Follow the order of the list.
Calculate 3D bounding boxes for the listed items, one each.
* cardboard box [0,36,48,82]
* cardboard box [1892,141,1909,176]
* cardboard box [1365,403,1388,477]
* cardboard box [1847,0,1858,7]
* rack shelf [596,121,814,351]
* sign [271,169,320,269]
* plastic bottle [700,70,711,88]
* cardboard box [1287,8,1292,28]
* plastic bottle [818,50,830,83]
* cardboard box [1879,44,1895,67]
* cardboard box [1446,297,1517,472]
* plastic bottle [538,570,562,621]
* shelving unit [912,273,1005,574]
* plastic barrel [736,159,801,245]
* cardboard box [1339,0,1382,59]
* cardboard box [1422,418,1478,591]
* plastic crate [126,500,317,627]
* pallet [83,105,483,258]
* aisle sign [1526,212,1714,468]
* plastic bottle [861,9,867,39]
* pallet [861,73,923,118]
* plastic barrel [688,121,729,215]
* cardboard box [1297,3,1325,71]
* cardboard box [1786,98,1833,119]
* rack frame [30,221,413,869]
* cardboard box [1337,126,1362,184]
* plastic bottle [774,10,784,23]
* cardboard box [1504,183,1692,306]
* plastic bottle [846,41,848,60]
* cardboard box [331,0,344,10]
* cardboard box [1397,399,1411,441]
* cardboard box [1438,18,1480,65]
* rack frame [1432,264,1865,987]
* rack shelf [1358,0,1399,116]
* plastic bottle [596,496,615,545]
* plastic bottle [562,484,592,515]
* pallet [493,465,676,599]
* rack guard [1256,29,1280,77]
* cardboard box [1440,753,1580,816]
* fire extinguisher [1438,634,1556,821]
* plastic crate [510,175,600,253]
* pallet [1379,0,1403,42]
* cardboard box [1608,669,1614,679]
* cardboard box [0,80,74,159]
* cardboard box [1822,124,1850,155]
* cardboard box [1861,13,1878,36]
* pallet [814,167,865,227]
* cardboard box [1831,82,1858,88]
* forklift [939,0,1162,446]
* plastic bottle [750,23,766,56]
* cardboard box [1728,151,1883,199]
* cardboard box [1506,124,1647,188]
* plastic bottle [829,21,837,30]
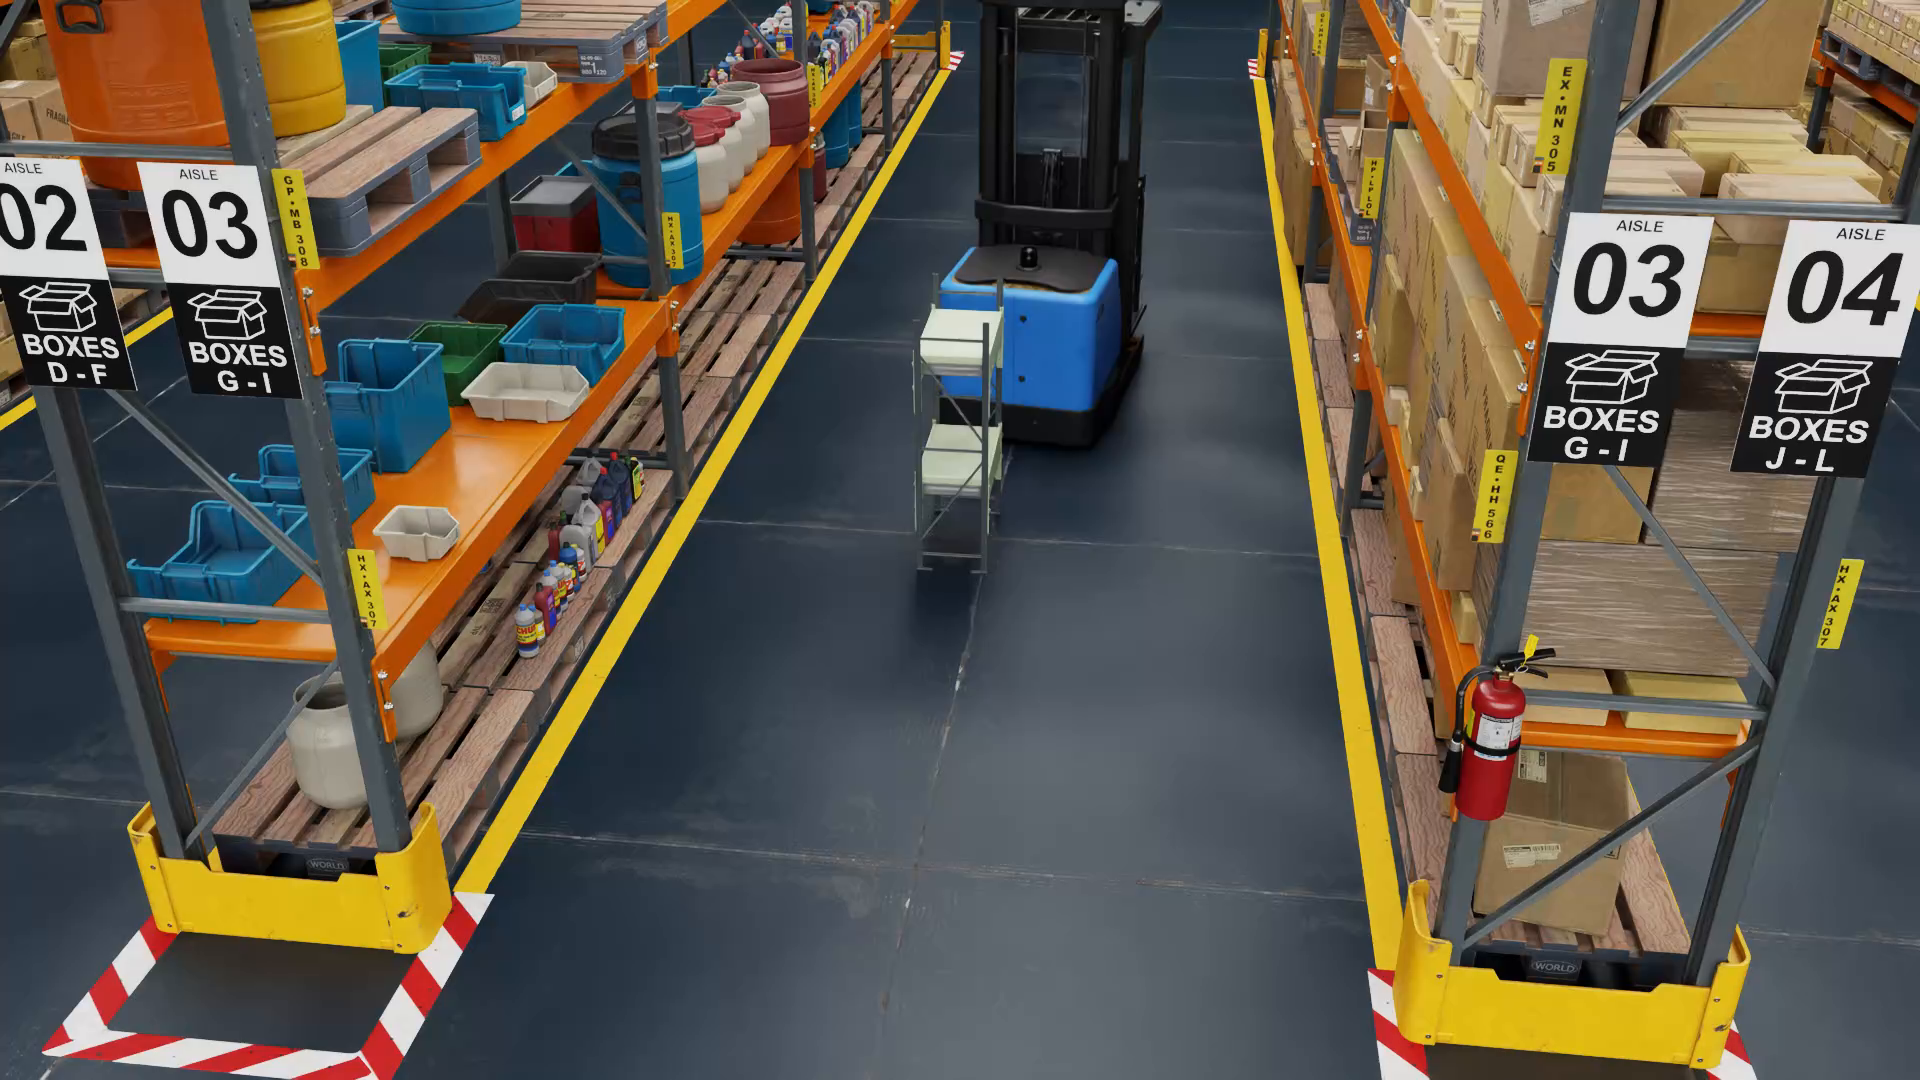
[{"bbox_3d":[-10.837,-5.389,18.782,0.700,0.500,0.500,4,29,7],"label":"cardboard box"},{"bbox_3d":[8.090,-3.104,13.752,0.500,0.250,0.500,4,29,7],"label":"cardboard box"},{"bbox_3d":[2.834,-0.710,10.077,0.700,0.500,0.500,1,28,2],"label":"cardboard box"},{"bbox_3d":[8.095,-4.805,14.700,0.380,0.149,0.250,4,29,8],"label":"cardboard box"},{"bbox_3d":[-1.933,-2.241,11.506,1.077,0.370,4.000,3,28,6],"label":"rack shelf"},{"bbox_3d":[-2.123,-1.024,5.317,0.100,0.325,0.005,3,28,6],"label":"sign"},{"bbox_3d":[-2.062,-3.663,13.510,0.061,0.283,0.133,3,28,6],"label":"plastic bottle"},{"bbox_3d":[3.430,-5.147,16.405,0.380,0.149,0.250,4,29,6],"label":"cardboard box"},{"bbox_3d":[-1.172,-4.070,14.278,0.097,0.271,0.097,0,28,0],"label":"plastic bottle"},{"bbox_3d":[7.968,-4.059,13.944,0.380,0.149,0.250,3,28,5],"label":"cardboard box"},{"bbox_3d":[2.125,-0.570,6.172,0.500,0.500,0.500,3,28,6],"label":"cardboard box"},{"bbox_3d":[-2.095,0.277,8.486,0.097,0.271,0.097,0,28,0],"label":"plastic bottle"},{"bbox_3d":[-0.001,-0.657,9.388,0.431,1.500,0.755,3,28,6],"label":"shelving unit"},{"bbox_3d":[-1.645,-2.960,13.928,0.600,0.830,0.708,3,28,6],"label":"plastic barrel"},{"bbox_3d":[3.333,-4.041,12.924,0.797,0.503,0.637,4,29,8],"label":"cardboard box"},{"bbox_3d":[2.284,-0.121,6.392,0.875,0.500,0.500,3,28,6],"label":"cardboard box"},{"bbox_3d":[-2.904,0.079,6.598,0.499,0.251,0.616,3,28,6],"label":"plastic crate"},{"bbox_3d":[-2.470,-1.355,6.139,1.003,0.211,1.213,3,28,6],"label":"pallet"},{"bbox_3d":[1.942,-0.579,4.921,0.394,0.787,0.004,3,28,6],"label":"aisle sign"},{"bbox_3d":[-0.970,-4.951,15.909,0.152,0.276,0.135,3,28,6],"label":"plastic bottle"},{"bbox_3d":[-1.000,-5.079,18.955,1.003,0.211,1.213,3,28,6],"label":"pallet"},{"bbox_3d":[-1.754,-2.459,11.009,0.433,0.535,0.433,0,28,0],"label":"plastic barrel"},{"bbox_3d":[3.291,-4.464,14.769,0.500,0.500,0.500,3,28,5],"label":"cardboard box"},{"bbox_3d":[8.405,-4.256,16.422,0.380,0.149,0.250,4,29,7],"label":"cardboard box"},{"bbox_3d":[-2.668,0.266,6.093,1.000,3.000,0.127,3,28,6],"label":"rack frame"},{"bbox_3d":[2.794,-2.555,11.045,0.500,0.250,0.500,3,28,5],"label":"cardboard box"},{"bbox_3d":[-1.719,-4.905,15.827,0.097,0.271,0.097,0,28,0],"label":"plastic bottle"},{"bbox_3d":[2.054,-0.942,5.332,0.500,0.250,0.500,4,29,7],"label":"cardboard box"},{"bbox_3d":[-1.064,-4.453,15.062,0.097,0.201,0.097,0,28,0],"label":"plastic bottle"},{"bbox_3d":[-6.415,-5.364,15.995,0.700,0.500,0.500,8,29,14],"label":"cardboard box"},{"bbox_3d":[2.284,-0.545,7.863,0.380,0.149,0.250,3,28,6],"label":"cardboard box"},{"bbox_3d":[2.266,-2.130,7.116,0.380,0.149,0.250,3,28,5],"label":"cardboard box"},{"bbox_3d":[2.247,0.554,5.559,1.000,3.000,0.127,3,28,6],"label":"rack frame"},{"bbox_3d":[2.982,-3.274,10.261,1.077,0.370,4.000,3,28,6],"label":"rack shelf"},{"bbox_3d":[-1.973,-0.125,9.220,0.061,0.283,0.133,5,29,10],"label":"plastic bottle"},{"bbox_3d":[-2.145,-0.198,9.362,0.152,0.276,0.135,3,28,6],"label":"plastic bottle"},{"bbox_3d":[-2.302,-0.075,9.667,1.003,0.211,1.213,3,28,6],"label":"pallet"},{"bbox_3d":[4.211,-5.888,20.153,1.175,0.500,0.348,3,28,6],"label":"rack guard"},{"bbox_3d":[2.380,0.893,7.122,0.500,0.500,0.500,11,30,19],"label":"cardboard box"},{"bbox_3d":[1.776,0.615,5.527,0.296,0.674,0.183,3,28,6],"label":"fire extinguisher"},{"bbox_3d":[-2.423,-1.891,10.029,0.402,0.464,0.583,3,28,6],"label":"plastic crate"},{"bbox_3d":[2.919,-2.851,8.915,1.213,0.211,1.003,3,28,6],"label":"pallet"},{"bbox_3d":[2.568,0.428,6.058,0.380,0.149,0.250,3,28,6],"label":"cardboard box"},{"bbox_3d":[-6.793,-3.042,12.129,0.500,0.500,0.500,2,28,3],"label":"cardboard box"},{"bbox_3d":[8.274,-3.511,15.297,0.500,0.500,0.500,4,29,8],"label":"cardboard box"},{"bbox_3d":[8.031,-4.439,14.336,0.380,0.149,0.250,2,28,4],"label":"cardboard box"},{"bbox_3d":[-1.481,-3.218,15.501,1.003,0.211,1.213,3,28,6],"label":"pallet"},{"bbox_3d":[9.072,-4.588,17.039,0.380,0.149,0.250,4,29,7],"label":"cardboard box"},{"bbox_3d":[0.730,-2.578,11.446,1.130,2.935,3.031,7,29,13],"label":"forklift"},{"bbox_3d":[-1.822,-4.453,14.906,0.144,0.351,0.185,3,28,6],"label":"plastic bottle"},{"bbox_3d":[2.638,-1.109,5.220,0.380,0.149,0.250,4,29,7],"label":"cardboard box"},{"bbox_3d":[2.045,-1.276,5.530,0.380,0.149,0.250,2,28,4],"label":"cardboard box"},{"bbox_3d":[-1.175,-4.647,15.349,0.097,0.271,0.097,0,28,0],"label":"plastic bottle"}]
